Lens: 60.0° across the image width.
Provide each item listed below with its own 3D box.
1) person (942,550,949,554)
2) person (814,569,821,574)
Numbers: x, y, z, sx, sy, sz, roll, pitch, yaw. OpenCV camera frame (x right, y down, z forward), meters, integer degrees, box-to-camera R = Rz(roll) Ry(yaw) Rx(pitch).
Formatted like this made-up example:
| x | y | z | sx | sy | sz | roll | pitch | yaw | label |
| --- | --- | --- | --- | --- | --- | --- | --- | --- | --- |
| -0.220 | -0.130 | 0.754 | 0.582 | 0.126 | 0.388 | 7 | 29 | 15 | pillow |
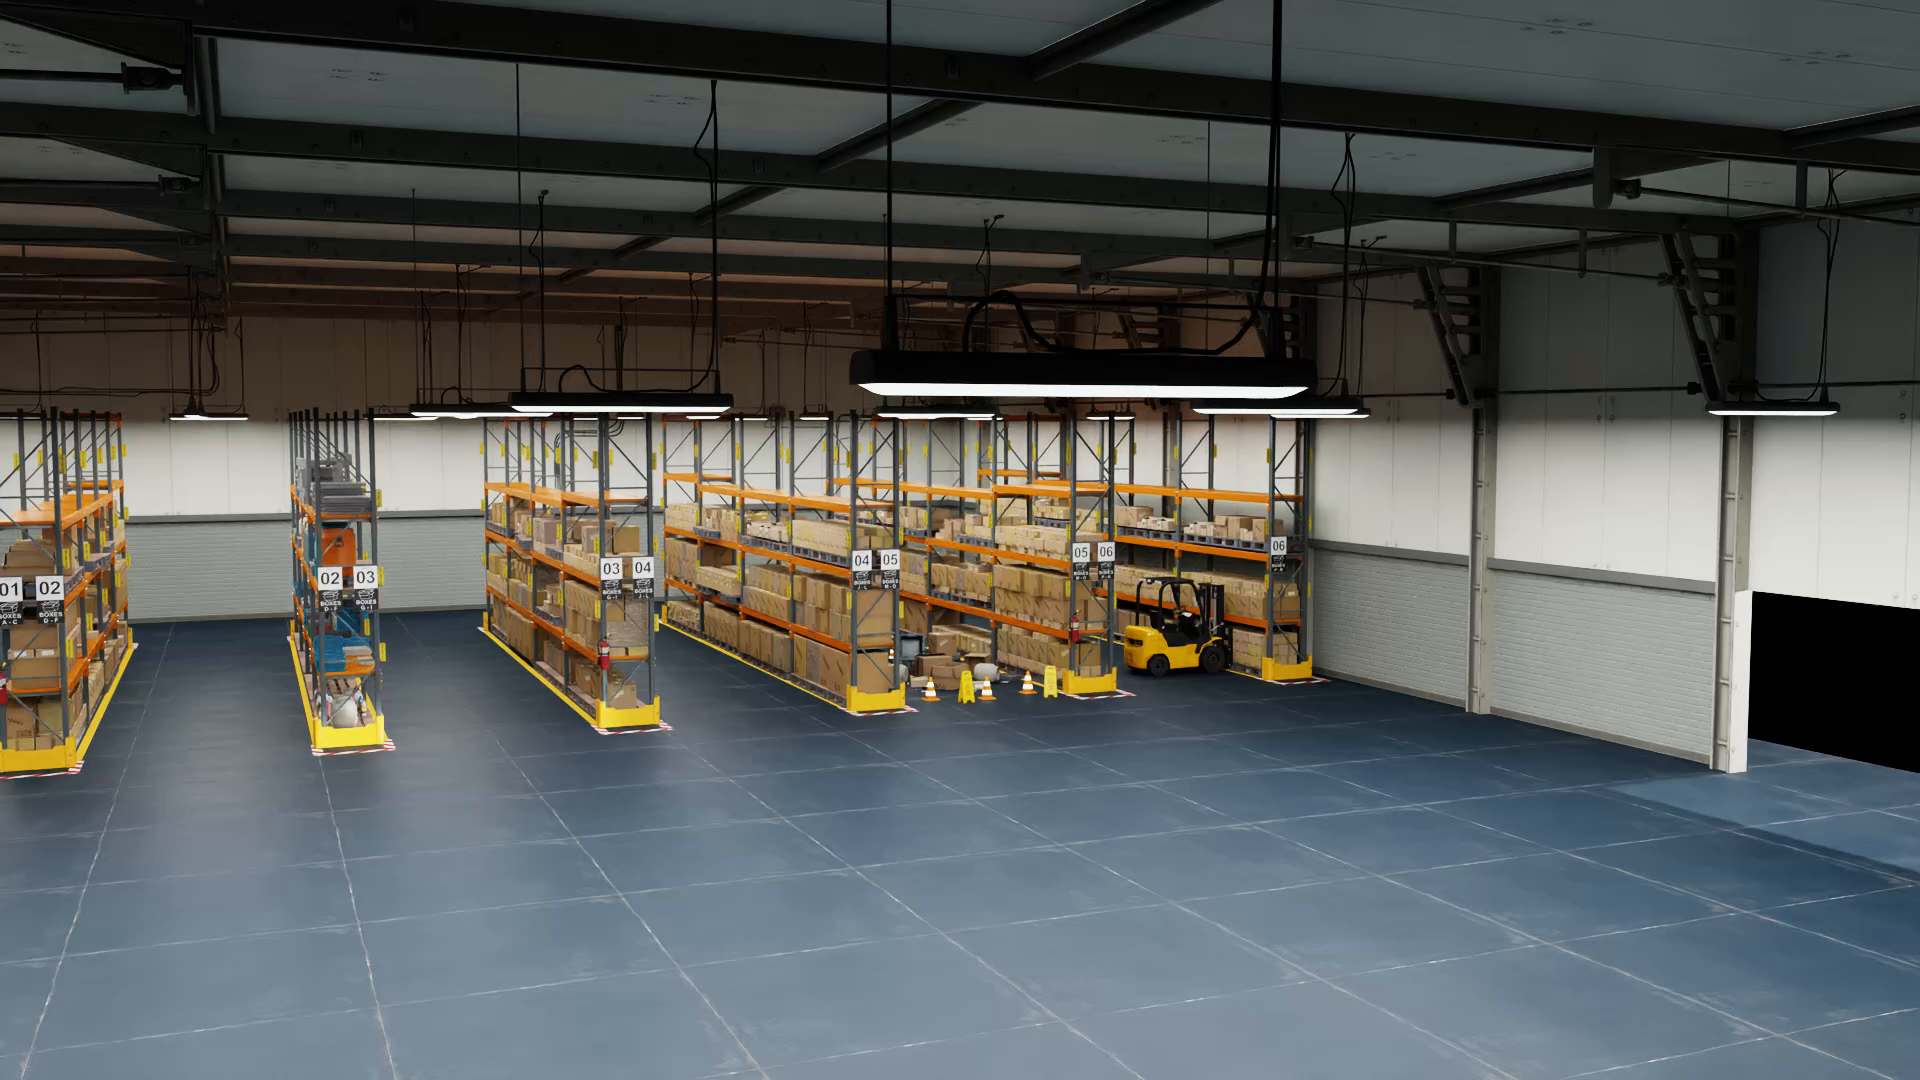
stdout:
| x | y | z | sx | sy | sz | roll | pitch | yaw | label |
| --- | --- | --- | --- | --- | --- | --- | --- | --- | --- |
| -0.443 | 1.135 | 53.275 | 0.561 | 1.674 | 0.467 | -2 | 5 | -29 | person |
| -4.059 | 1.557 | 47.755 | 0.503 | 1.603 | 1.064 | -2 | 4 | -21 | person |
